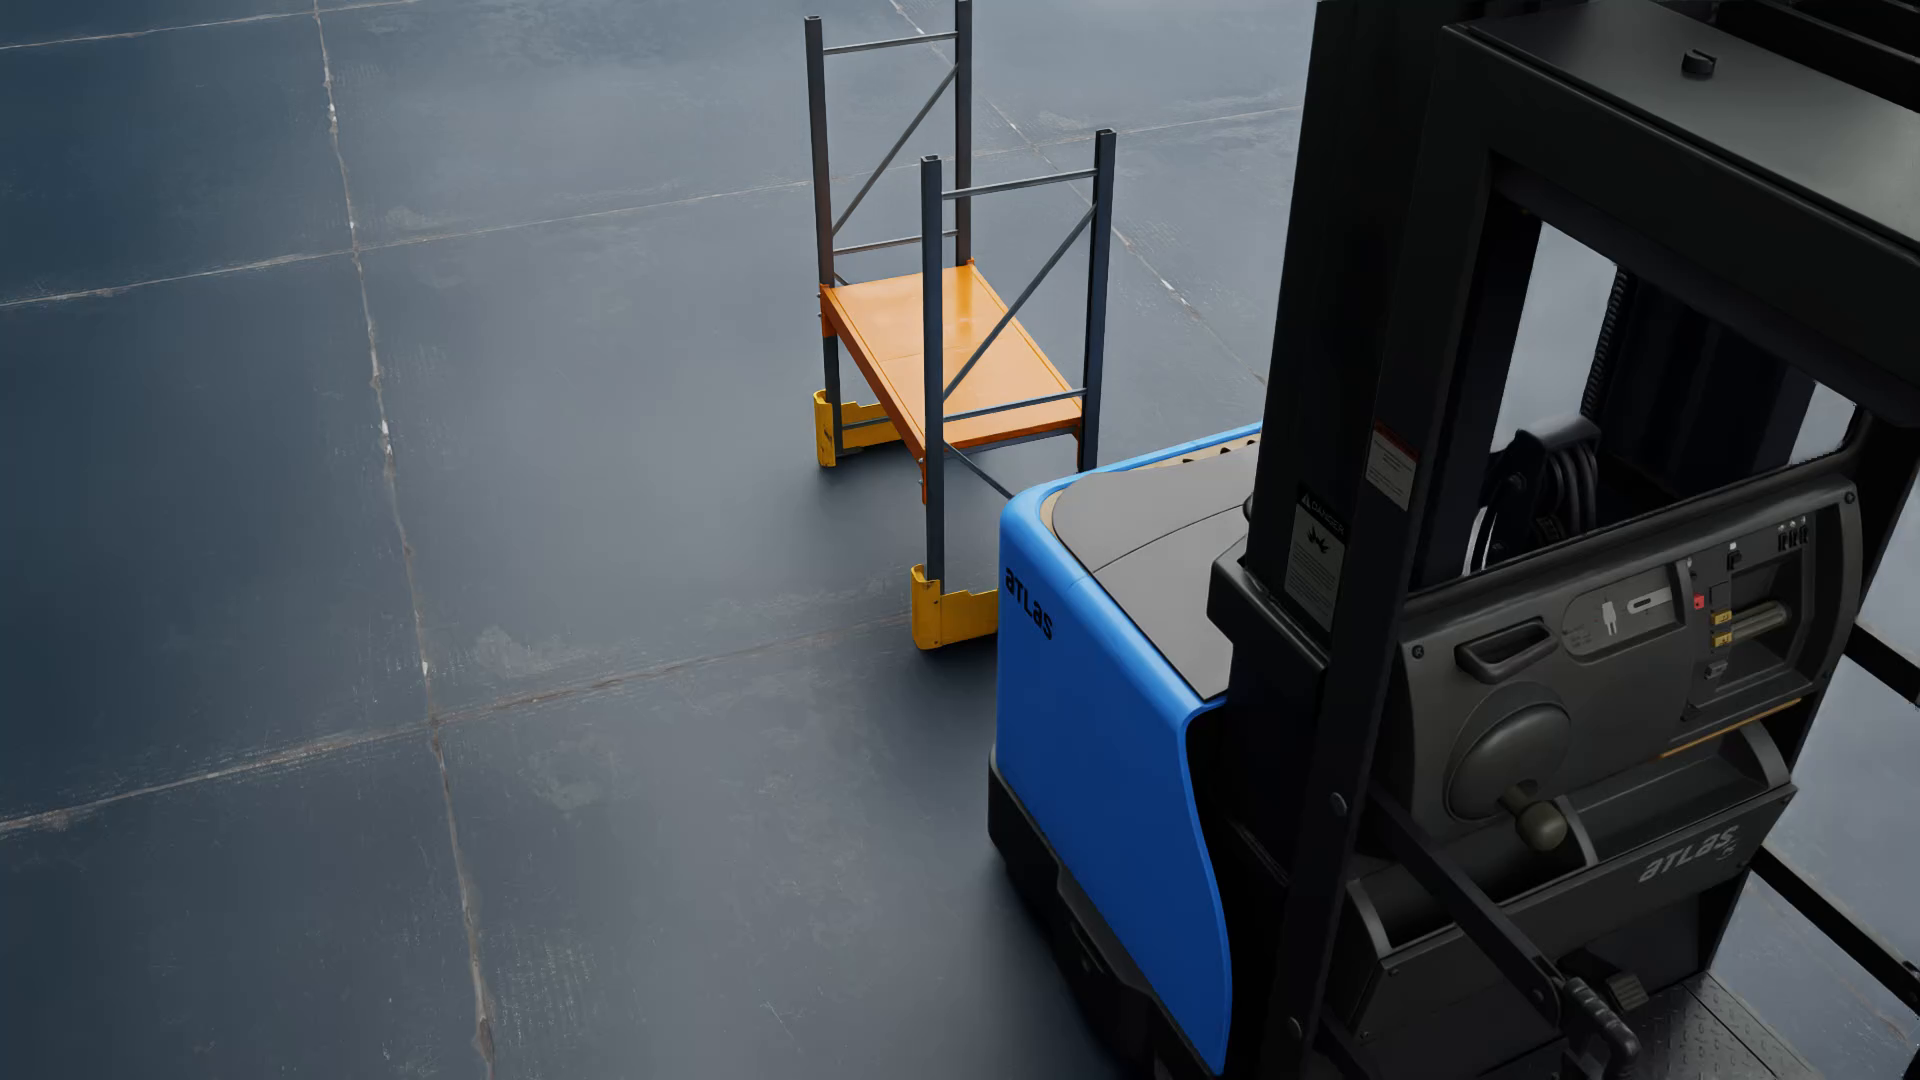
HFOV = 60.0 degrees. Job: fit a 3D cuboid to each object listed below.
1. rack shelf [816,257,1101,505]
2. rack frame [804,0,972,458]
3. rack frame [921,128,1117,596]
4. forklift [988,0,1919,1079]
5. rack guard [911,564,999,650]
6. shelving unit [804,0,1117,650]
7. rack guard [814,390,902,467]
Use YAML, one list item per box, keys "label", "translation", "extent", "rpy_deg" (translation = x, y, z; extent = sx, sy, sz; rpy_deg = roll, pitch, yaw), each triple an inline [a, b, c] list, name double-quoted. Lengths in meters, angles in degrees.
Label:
- label: "rack shelf"
  translation: [-0.029, -0.504, 4.971]
  extent: [0.538, 0.185, 1.000]
  rpy_deg: [-12, 39, -16]
- label: "rack frame"
  translation: [-0.204, -0.934, 5.244]
  extent: [0.500, 1.500, 0.032]
  rpy_deg: [-12, 39, -16]
- label: "rack frame"
  translation: [0.146, -0.360, 4.481]
  extent: [0.500, 1.500, 0.032]
  rpy_deg: [-12, 39, -16]
- label: "forklift"
  translation: [1.168, 0.259, 2.471]
  extent: [1.130, 2.935, 3.031]
  rpy_deg: [-16, 40, -20]
- label: "rack guard"
  translation: [0.145, 0.138, 4.858]
  extent: [0.587, 0.250, 0.087]
  rpy_deg: [-12, 39, -16]
- label: "shelving unit"
  translation: [-0.026, -0.642, 4.856]
  extent: [0.587, 1.500, 1.083]
  rpy_deg: [-12, 39, -16]
- label: "rack guard"
  translation: [-0.198, -0.424, 5.605]
  extent: [0.587, 0.250, 0.087]
  rpy_deg: [-12, 39, -16]
